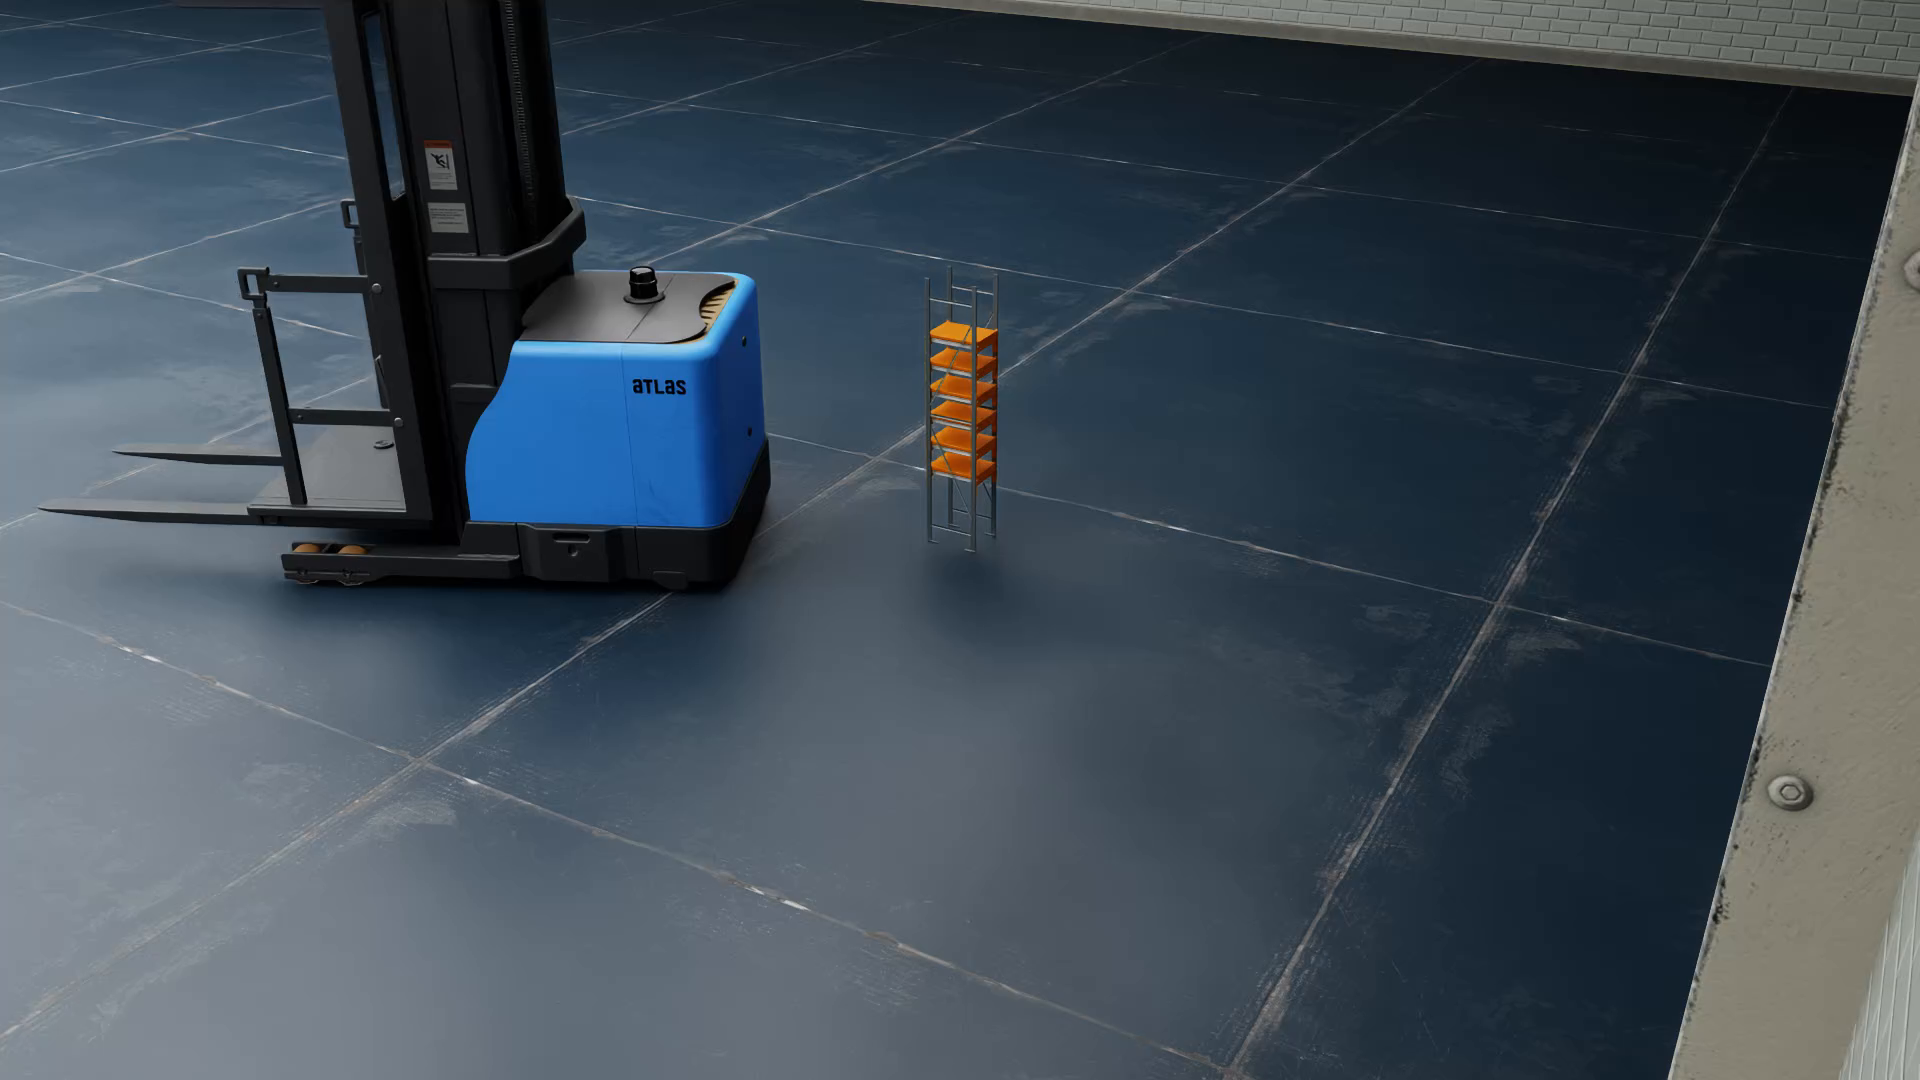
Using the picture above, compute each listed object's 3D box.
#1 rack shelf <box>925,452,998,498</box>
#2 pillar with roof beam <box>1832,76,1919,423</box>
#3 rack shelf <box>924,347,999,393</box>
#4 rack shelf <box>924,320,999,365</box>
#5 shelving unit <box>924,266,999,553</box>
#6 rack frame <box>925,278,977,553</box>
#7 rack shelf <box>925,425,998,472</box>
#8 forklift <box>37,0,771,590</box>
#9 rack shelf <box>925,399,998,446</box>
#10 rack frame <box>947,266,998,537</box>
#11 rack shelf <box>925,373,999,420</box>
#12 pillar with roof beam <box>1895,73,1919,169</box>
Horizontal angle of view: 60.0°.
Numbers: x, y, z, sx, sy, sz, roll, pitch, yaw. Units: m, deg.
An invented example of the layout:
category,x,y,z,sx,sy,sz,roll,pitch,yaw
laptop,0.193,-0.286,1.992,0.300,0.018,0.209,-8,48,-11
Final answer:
category,x,y,z,sx,sy,sz,roll,pitch,yaw
rack shelf,0.007,-0.288,7.197,0.258,0.103,0.180,14,30,26
pillar with roof beam,0.958,-5.619,8.500,9.100,9.000,0.400,14,30,26
rack shelf,0.007,-0.717,6.982,0.258,0.103,0.180,14,30,26
rack shelf,0.007,-0.824,6.928,0.258,0.103,0.180,14,30,26
shelving unit,0.007,-0.542,7.069,0.258,1.200,0.189,14,30,26
rack frame,-0.038,-0.507,6.998,0.240,1.200,0.006,14,30,26
rack shelf,0.007,-0.395,7.143,0.258,0.103,0.180,14,30,26
forklift,-2.412,-1.352,6.753,3.031,2.935,1.130,2,27,4
rack shelf,0.007,-0.502,7.089,0.258,0.103,0.180,14,30,26
rack frame,0.052,-0.578,7.140,0.240,1.200,0.006,14,30,26
rack shelf,0.007,-0.610,7.035,0.258,0.103,0.180,14,30,26
pillar with roof beam,3.910,-7.958,13.171,9.100,9.000,0.400,14,30,26
